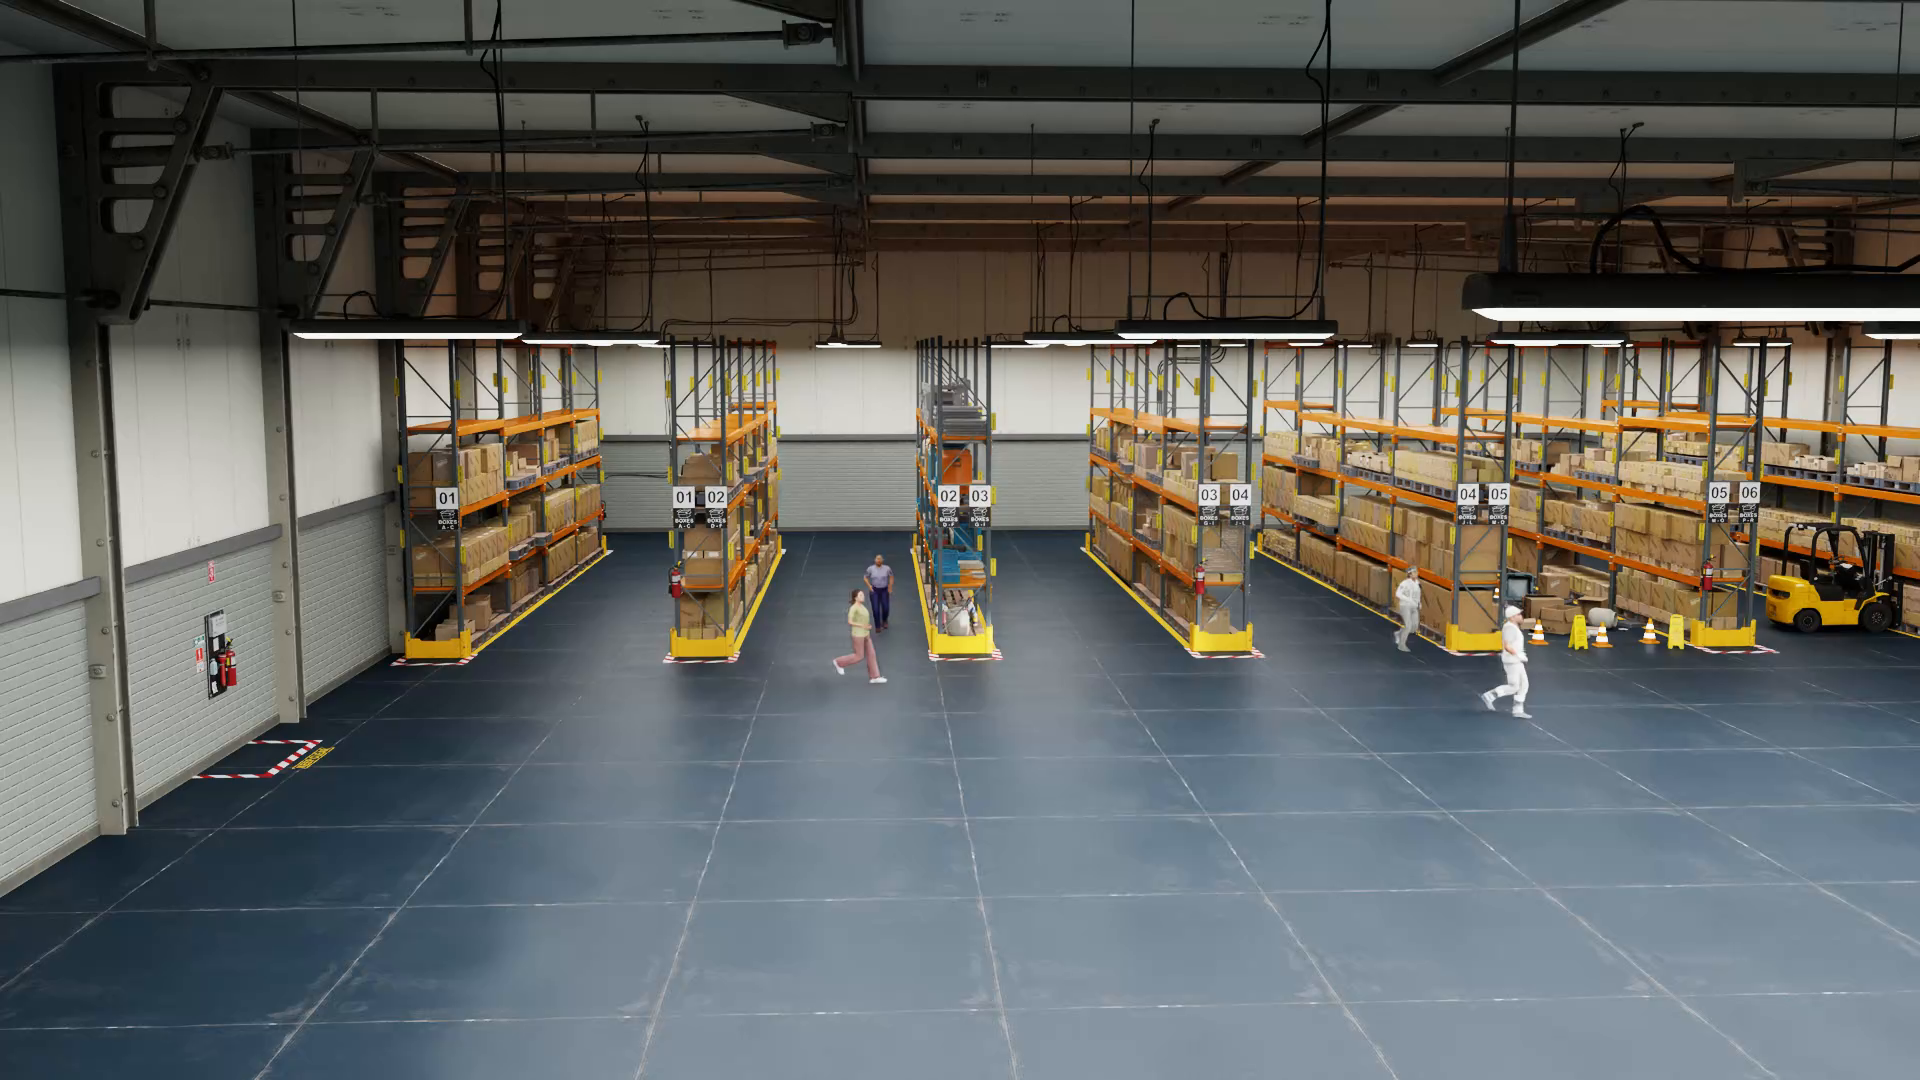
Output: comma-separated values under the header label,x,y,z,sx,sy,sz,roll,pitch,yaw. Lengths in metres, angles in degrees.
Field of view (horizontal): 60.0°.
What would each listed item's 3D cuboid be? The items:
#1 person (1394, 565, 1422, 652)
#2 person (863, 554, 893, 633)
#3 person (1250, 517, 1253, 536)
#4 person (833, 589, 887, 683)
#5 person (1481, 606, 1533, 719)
label,x,y,z,sx,sy,sz,roll,pitch,yaw
person,8.627,1.301,31.924,0.643,1.654,0.598,-4,7,-29
person,-1.658,1.085,33.895,0.621,1.598,0.548,-1,7,-5
person,7.555,-0.123,44.364,0.556,1.626,0.626,0,7,-4
person,-1.709,1.652,28.673,0.981,1.634,0.592,3,7,22
person,8.577,1.908,26.002,0.783,1.763,0.662,3,7,22
